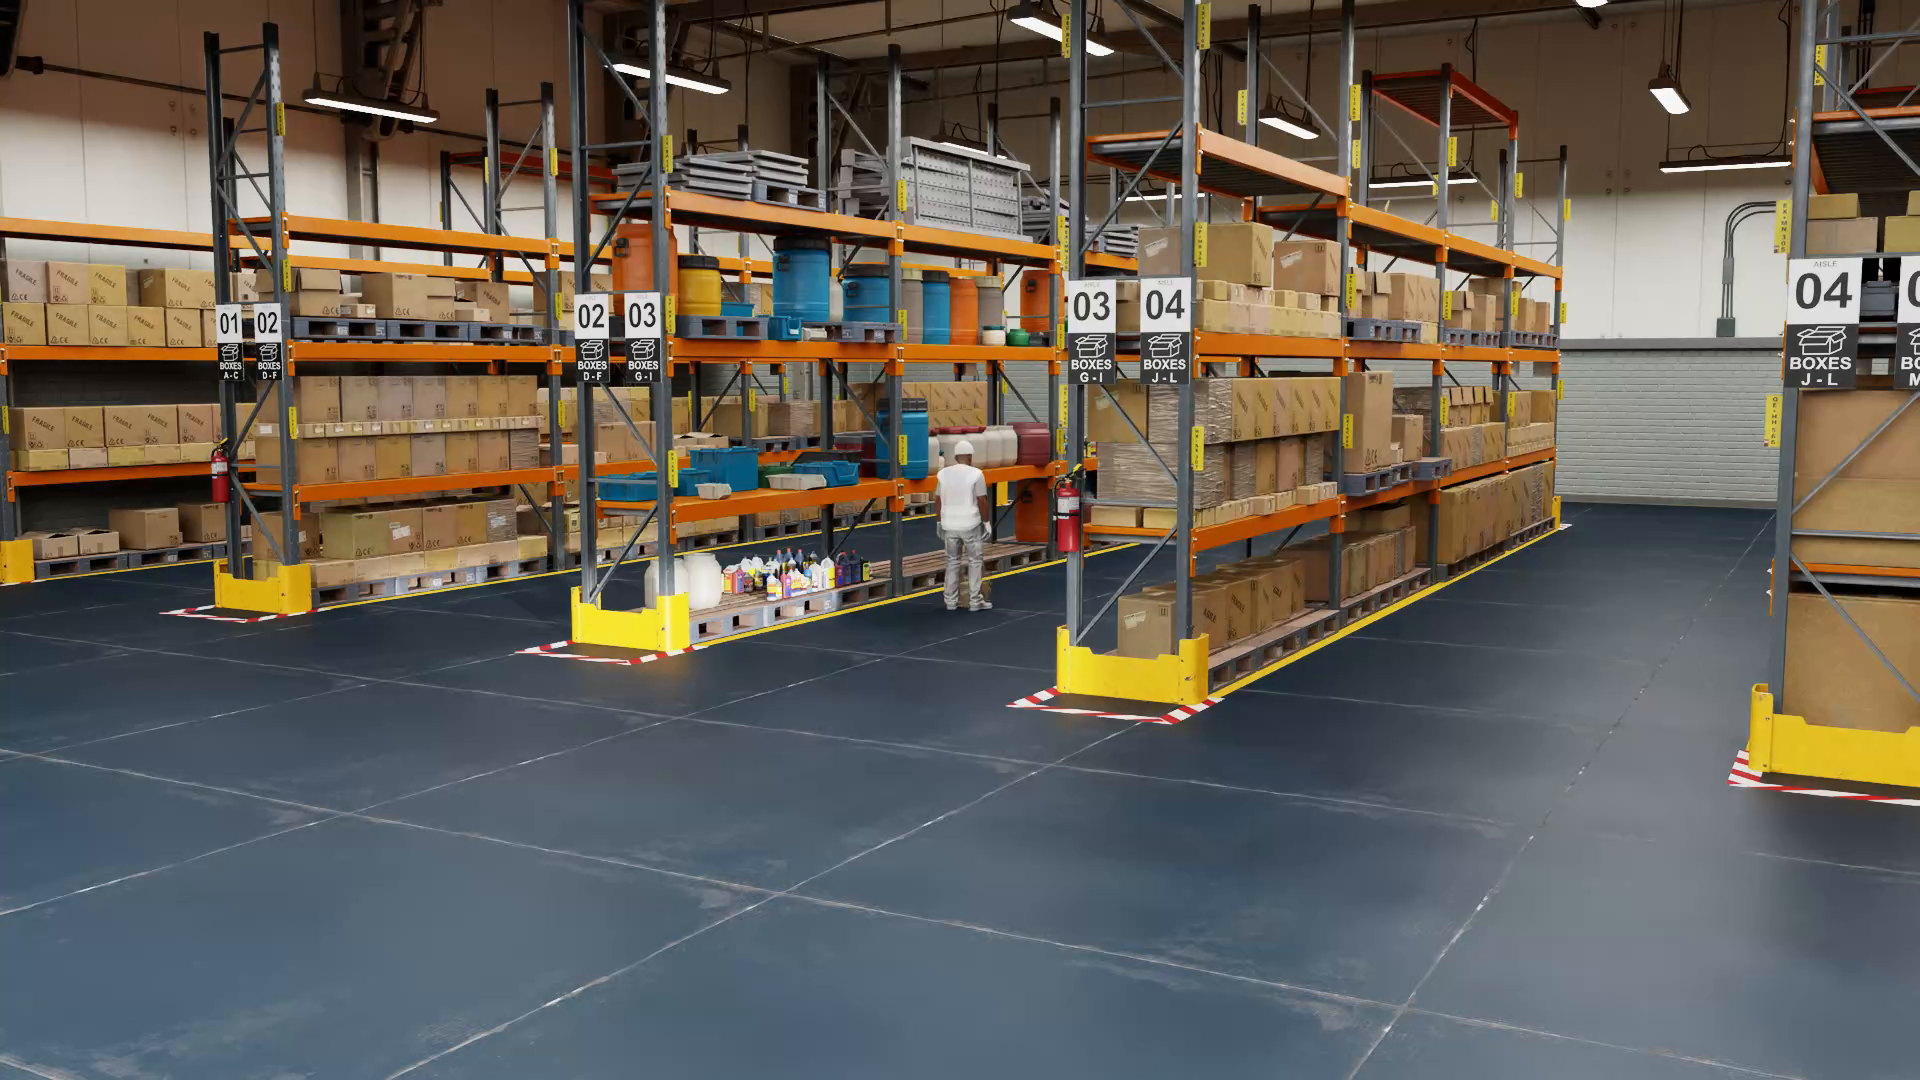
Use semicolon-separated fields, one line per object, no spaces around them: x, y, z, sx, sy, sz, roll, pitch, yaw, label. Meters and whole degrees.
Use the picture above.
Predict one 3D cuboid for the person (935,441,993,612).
0.036;-0.150;17.494;0.618;1.772;0.451;3;6;26;person
